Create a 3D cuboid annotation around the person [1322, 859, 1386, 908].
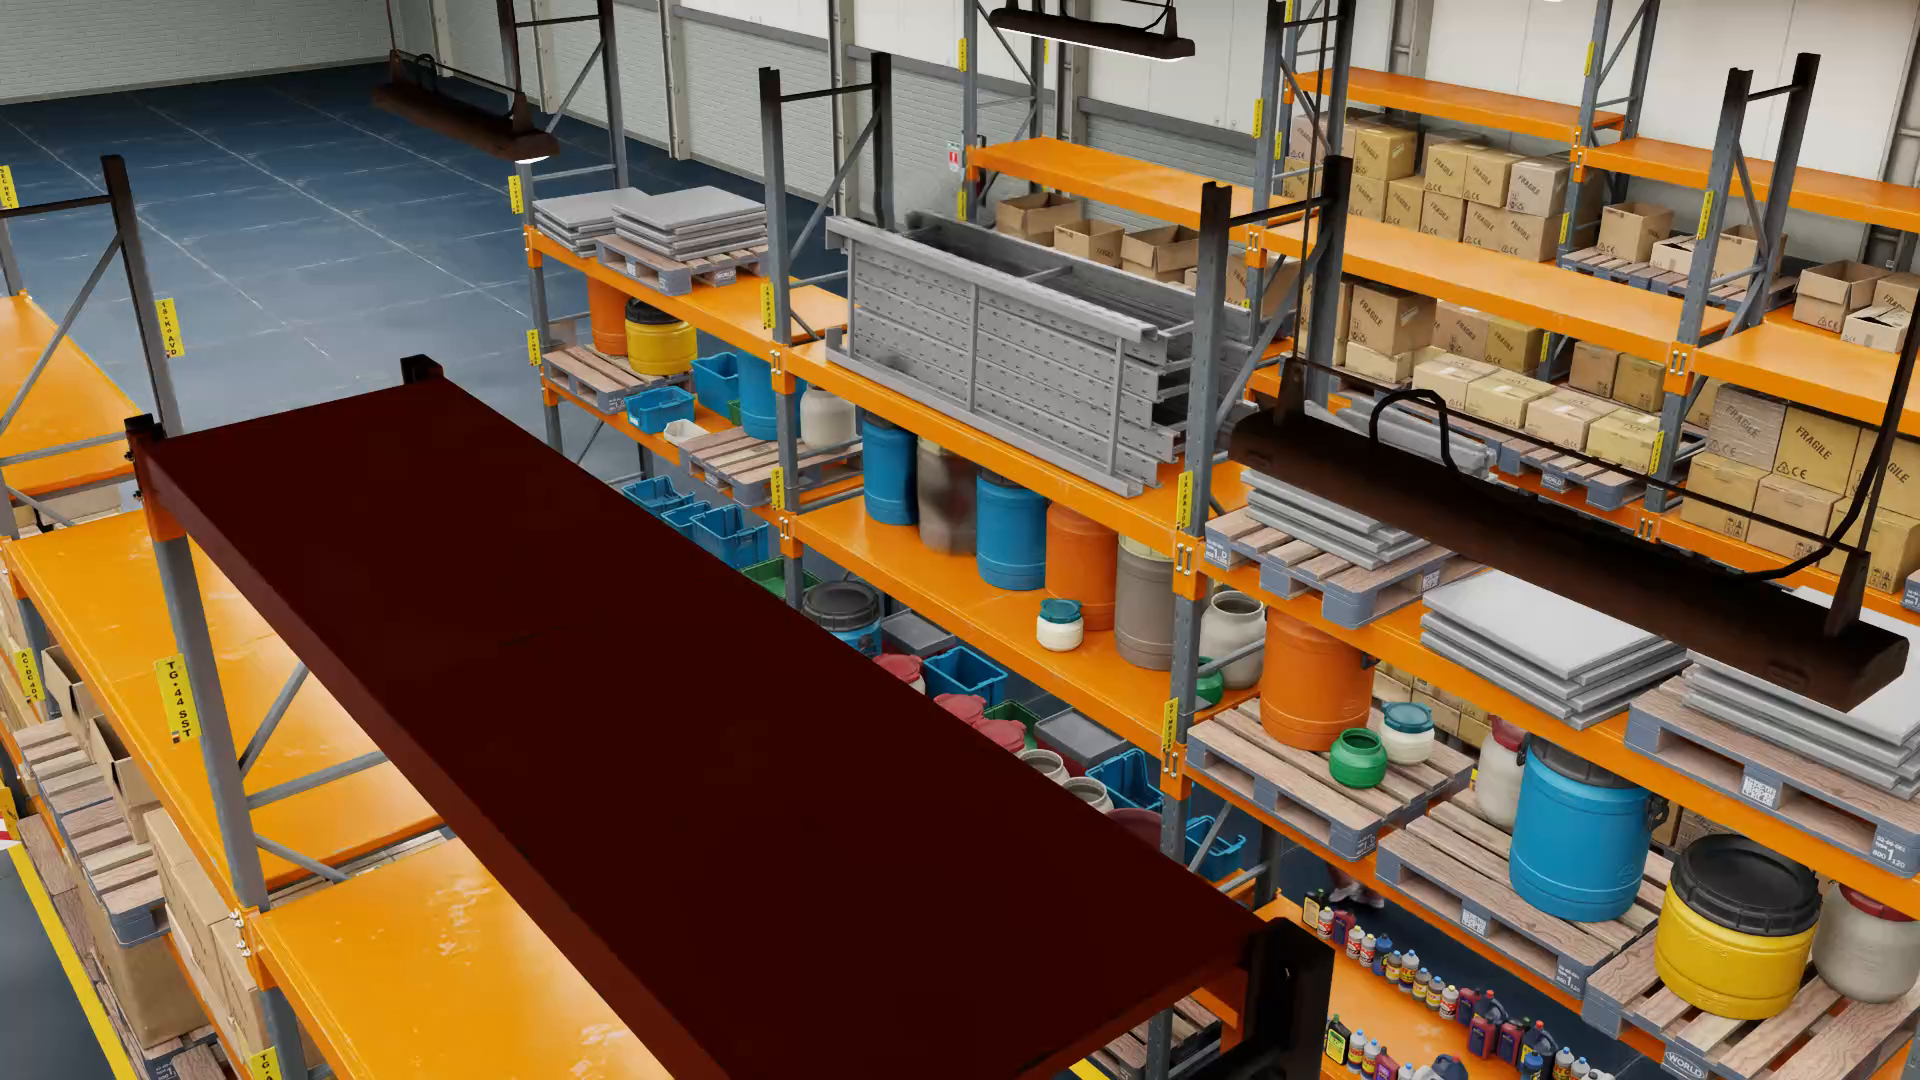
[{"bbox_3d":[2.928,1.981,12.281,0.620,1.678,0.561,21,33,36],"label":"person"}]
